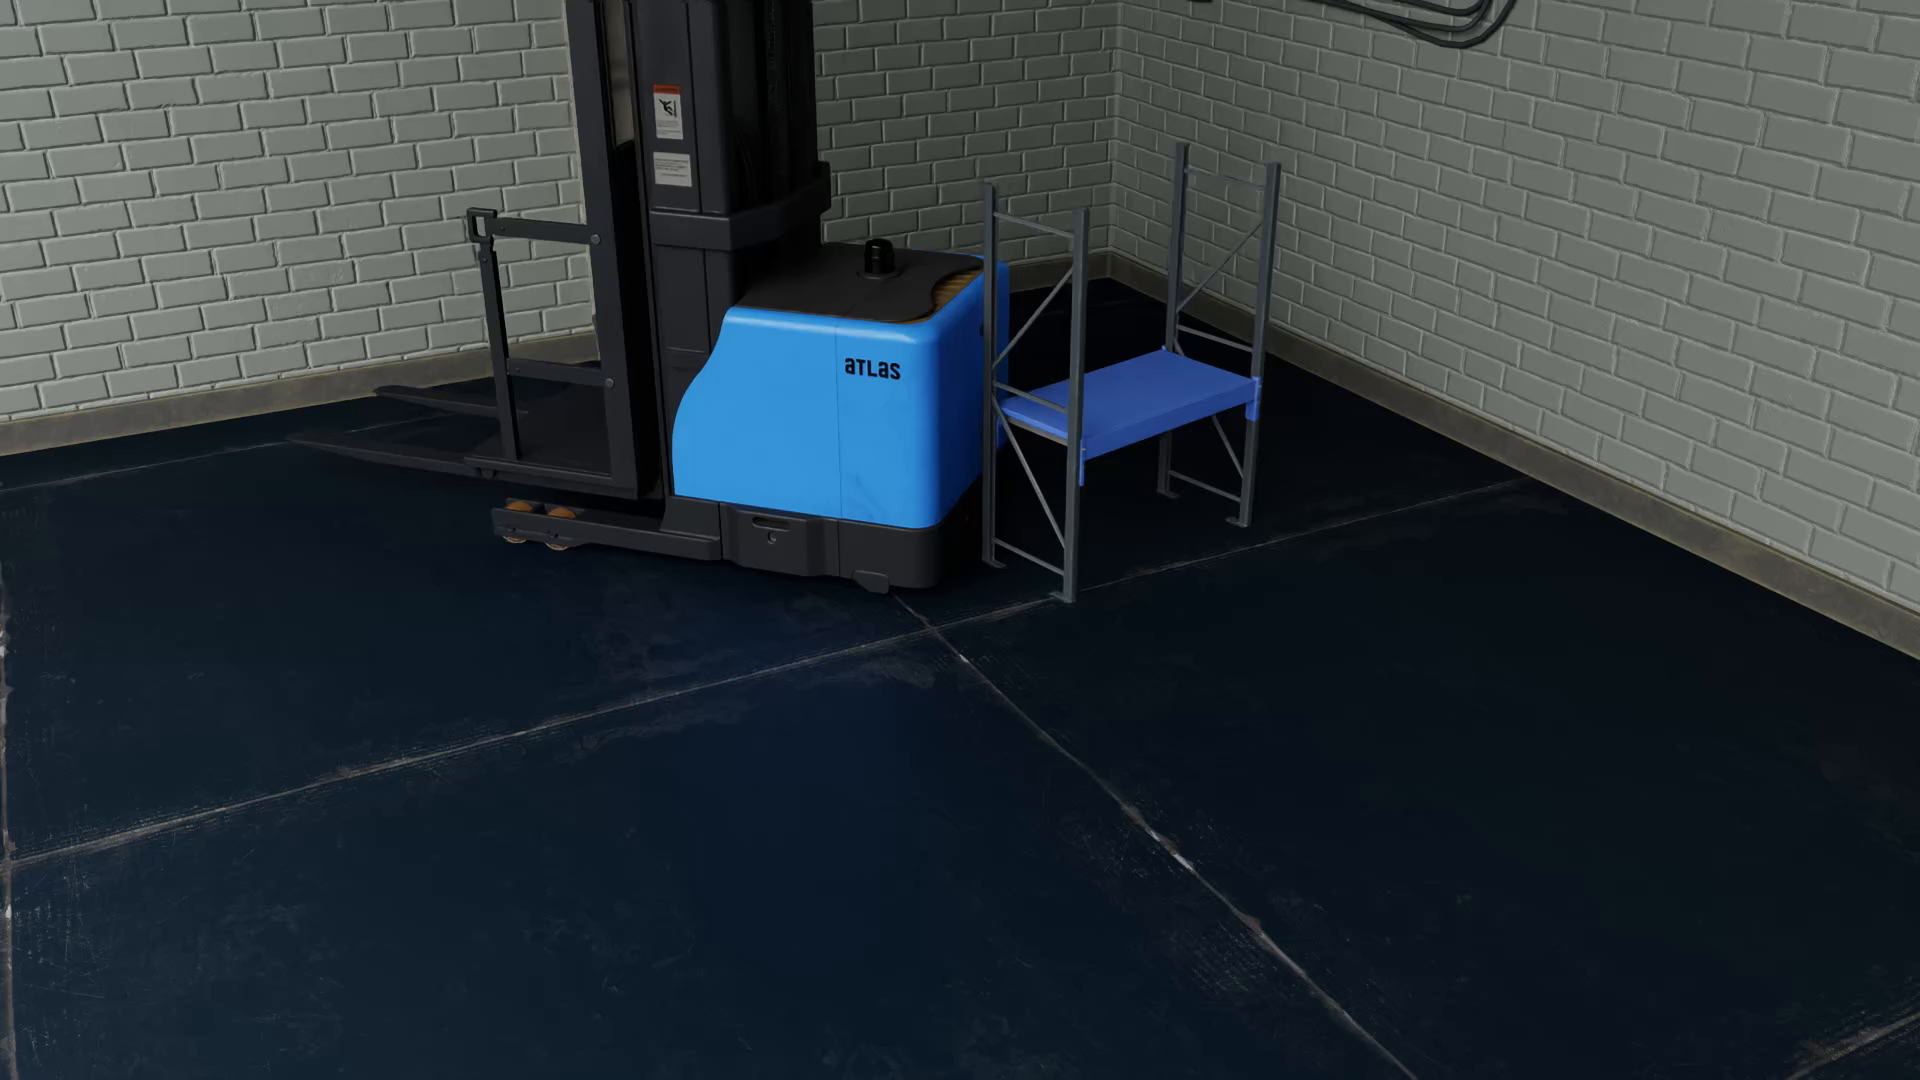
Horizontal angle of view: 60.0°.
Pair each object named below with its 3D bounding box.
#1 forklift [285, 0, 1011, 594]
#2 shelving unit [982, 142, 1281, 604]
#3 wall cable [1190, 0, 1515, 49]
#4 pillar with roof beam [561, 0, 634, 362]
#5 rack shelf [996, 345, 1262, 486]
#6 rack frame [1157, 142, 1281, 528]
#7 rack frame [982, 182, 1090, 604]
[{"bbox_3d":[-1.363,-1.486,6.459,3.031,2.935,1.130,8,27,17],"label":"forklift"},{"bbox_3d":[0.645,-0.665,6.403,1.048,1.500,0.538,-21,33,-36],"label":"shelving unit"},{"bbox_3d":[1.556,-3.693,7.633,0.112,2.526,3.097,-13,29,-25],"label":"wall cable"},{"bbox_3d":[0.360,-3.354,3.339,0.400,9.000,9.100,-13,29,-25],"label":"pillar with roof beam"},{"bbox_3d":[0.645,-0.503,6.480,1.000,0.185,0.538,-21,33,-36],"label":"rack shelf"},{"bbox_3d":[1.027,-0.810,6.705,0.032,1.500,0.500,-21,33,-36],"label":"rack frame"},{"bbox_3d":[0.262,-0.520,6.100,0.032,1.500,0.500,-21,33,-36],"label":"rack frame"}]
